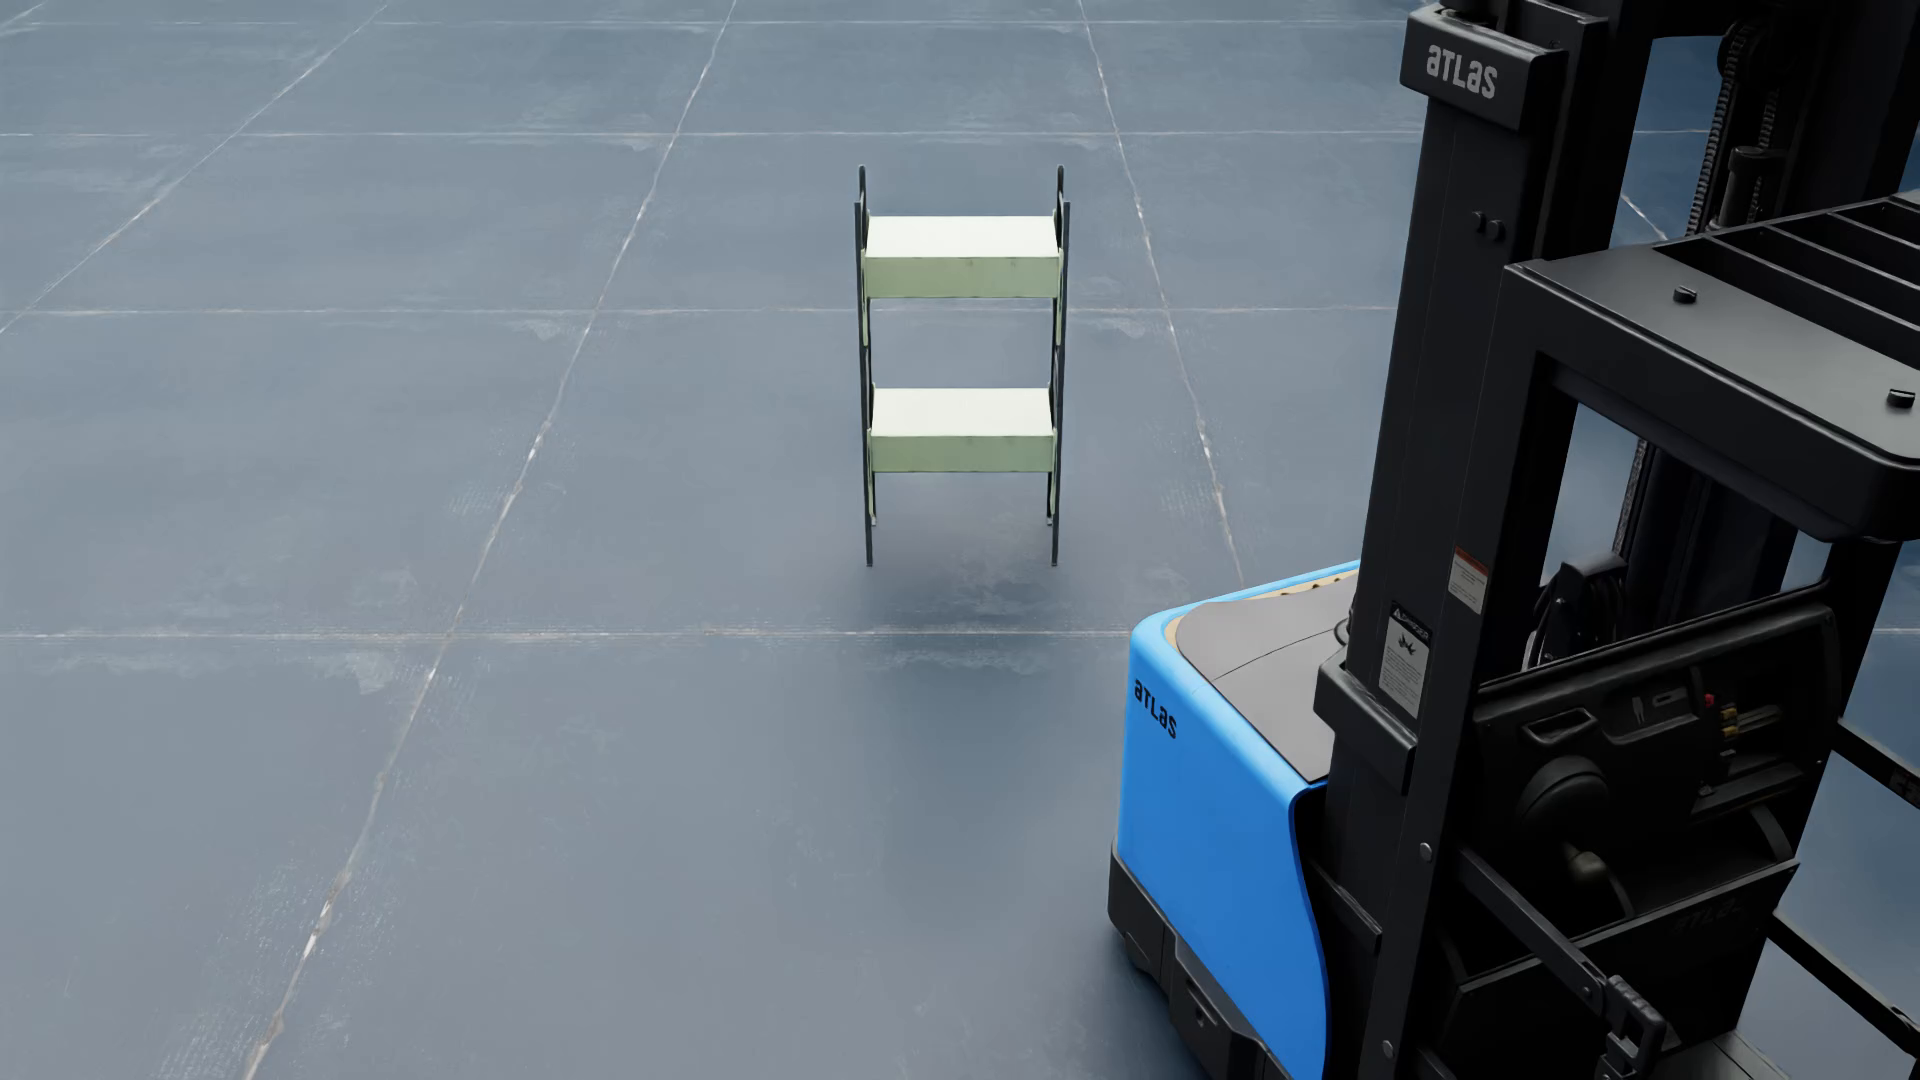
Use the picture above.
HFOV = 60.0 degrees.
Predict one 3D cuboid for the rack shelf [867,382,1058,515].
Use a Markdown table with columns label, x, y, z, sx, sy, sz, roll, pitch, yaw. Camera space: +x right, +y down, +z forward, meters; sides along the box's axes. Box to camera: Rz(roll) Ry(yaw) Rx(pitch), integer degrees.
| label | x | y | z | sx | sy | sz | roll | pitch | yaw |
| --- | --- | --- | --- | --- | --- | --- | --- | --- | --- |
| rack shelf | 0.007 | -0.363 | 6.530 | 0.720 | 0.370 | 0.431 | 0 | 31 | 0 |

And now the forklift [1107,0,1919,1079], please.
| label | x | y | z | sx | sy | sz | roll | pitch | yaw |
| --- | --- | --- | --- | --- | --- | --- | --- | --- | --- |
| forklift | 1.496 | 0.463 | 3.162 | 1.130 | 2.935 | 3.031 | -13 | 34 | -21 |

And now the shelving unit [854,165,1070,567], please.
| label | x | y | z | sx | sy | sz | roll | pitch | yaw |
| --- | --- | --- | --- | --- | --- | --- | --- | --- | --- |
| shelving unit | 0.007 | -0.641 | 6.361 | 0.755 | 1.500 | 0.431 | 0 | 31 | 0 |

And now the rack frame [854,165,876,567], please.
| label | x | y | z | sx | sy | sz | roll | pitch | yaw |
| --- | --- | --- | --- | --- | --- | --- | --- | --- | --- |
| rack frame | -0.359 | -0.640 | 6.359 | 0.023 | 1.500 | 0.400 | 0 | 31 | 0 |

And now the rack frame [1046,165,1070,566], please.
| label | x | y | z | sx | sy | sz | roll | pitch | yaw |
| --- | --- | --- | --- | --- | --- | --- | --- | --- | --- |
| rack frame | 0.373 | -0.642 | 6.363 | 0.023 | 1.500 | 0.400 | 0 | 31 | 0 |

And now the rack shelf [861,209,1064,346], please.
| label | x | y | z | sx | sy | sz | roll | pitch | yaw |
| --- | --- | --- | --- | --- | --- | --- | --- | --- | --- |
| rack shelf | 0.007 | -0.975 | 6.159 | 0.720 | 0.370 | 0.431 | 0 | 31 | 0 |
